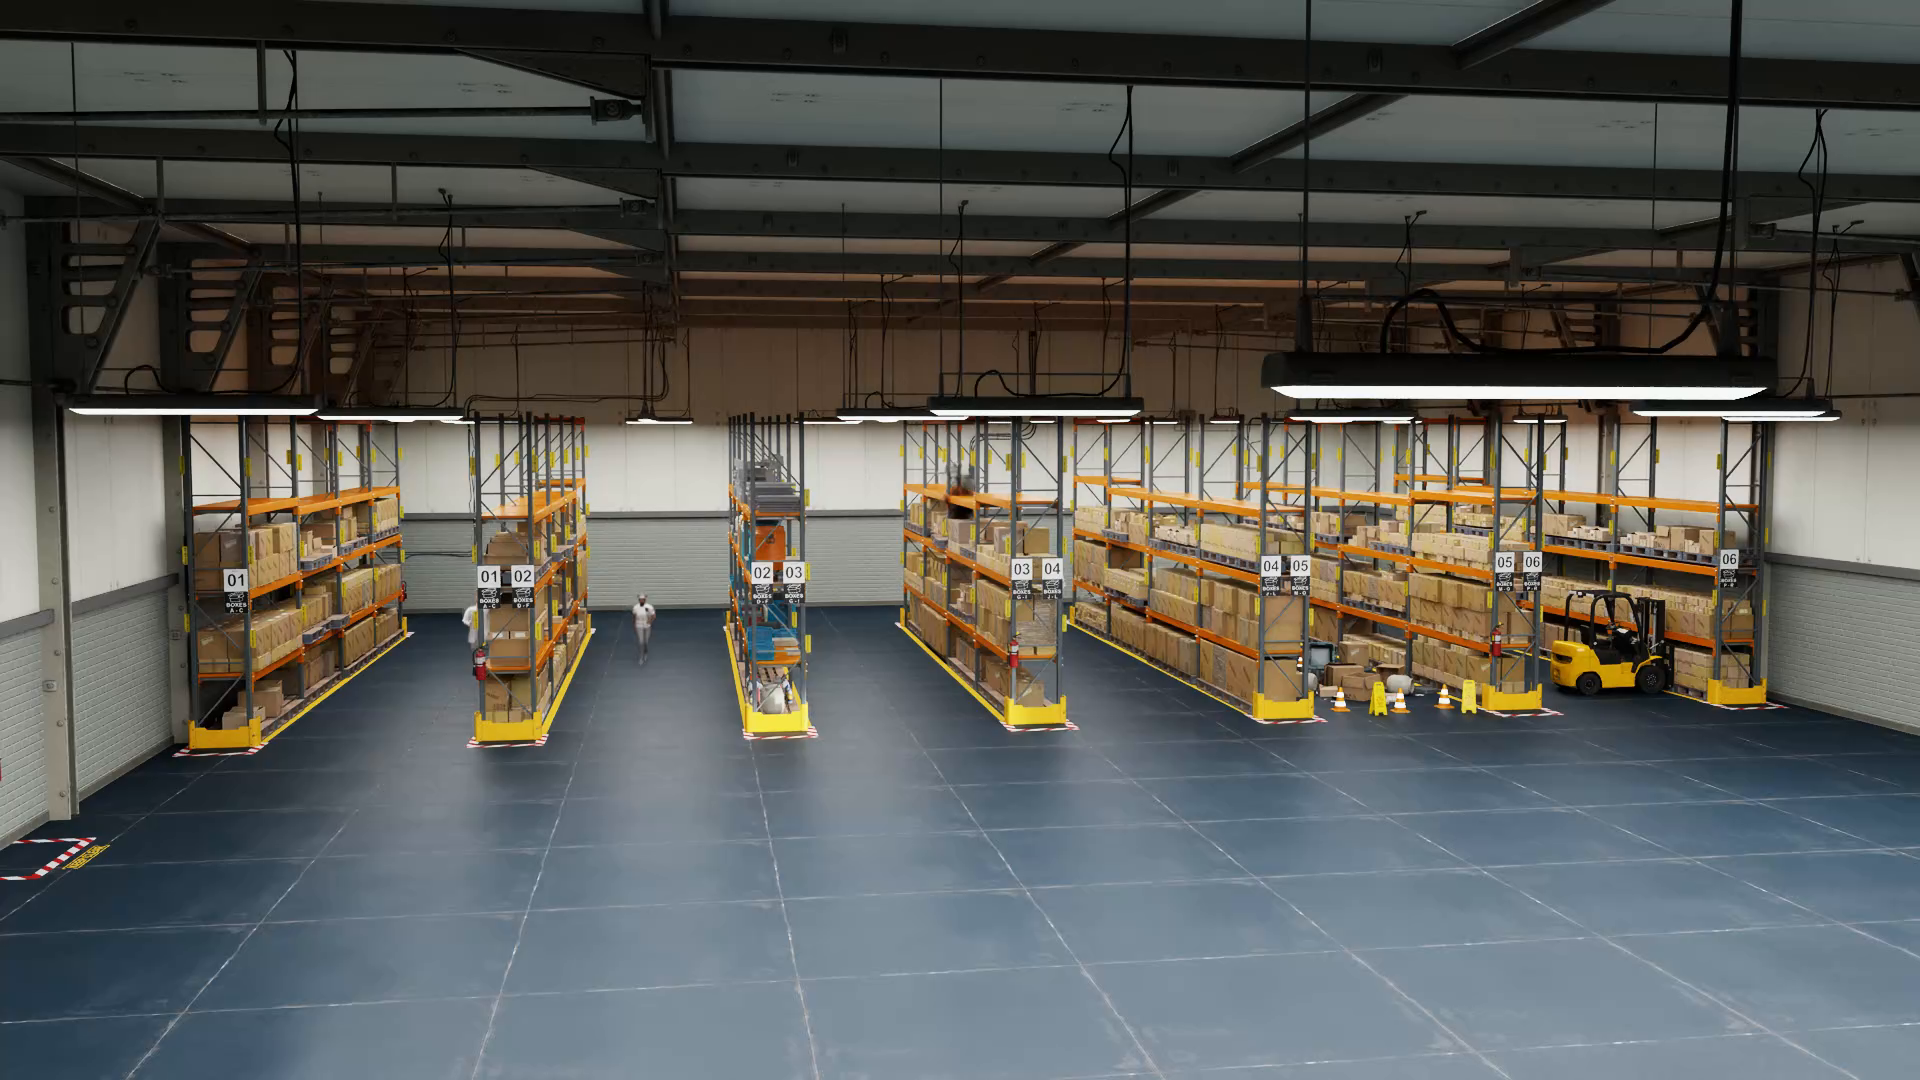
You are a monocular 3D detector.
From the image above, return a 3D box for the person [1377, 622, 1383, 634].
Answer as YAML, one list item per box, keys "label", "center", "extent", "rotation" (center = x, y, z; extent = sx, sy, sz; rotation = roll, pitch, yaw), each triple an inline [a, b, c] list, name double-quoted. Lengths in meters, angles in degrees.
- label: "person"
  center: [11.324, 1.863, 44.904]
  extent: [0.584, 1.612, 0.698]
  rotation: [-1, 4, -12]

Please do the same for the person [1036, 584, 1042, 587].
- label: "person"
  center: [2.037, 1.664, 47.766]
  extent: [0.654, 1.700, 0.648]
  rotation: [2, 4, 29]

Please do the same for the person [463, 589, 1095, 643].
- label: "person"
  center: [-3.782, 1.820, 44.419]
  extent: [19.224, 1.738, 2.082]
  rotation: [-2, 5, -31]

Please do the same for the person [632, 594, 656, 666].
- label: "person"
  center: [-7.639, 2.140, 40.252]
  extent: [0.575, 1.736, 0.812]
  rotation: [-1, 4, -11]

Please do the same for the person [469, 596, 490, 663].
- label: "person"
  center: [-11.328, 2.181, 39.160]
  extent: [0.679, 1.746, 0.834]
  rotation: [-1, 4, -14]
